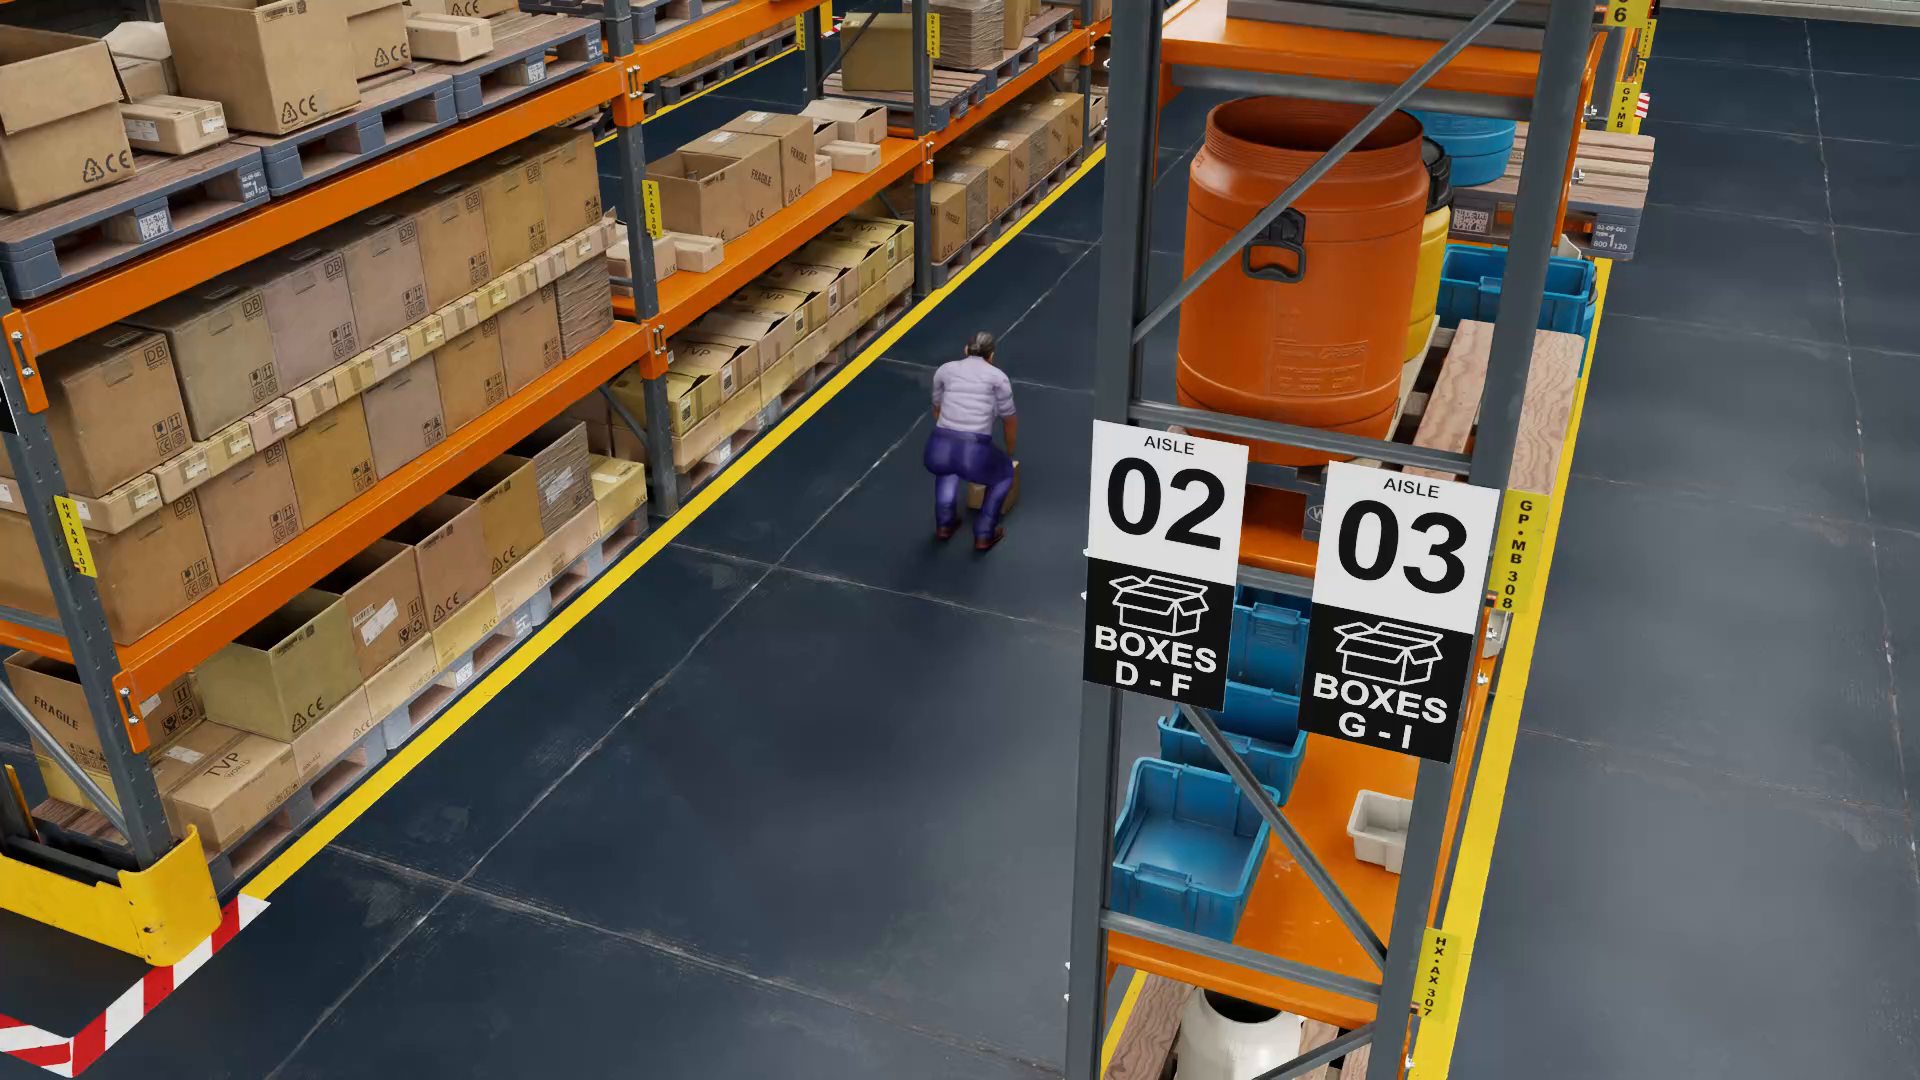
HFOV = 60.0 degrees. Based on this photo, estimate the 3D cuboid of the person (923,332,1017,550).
[{"bbox_3d":[0.037,-0.571,9.865,0.539,1.195,0.742,11,32,19],"label":"person"}]
